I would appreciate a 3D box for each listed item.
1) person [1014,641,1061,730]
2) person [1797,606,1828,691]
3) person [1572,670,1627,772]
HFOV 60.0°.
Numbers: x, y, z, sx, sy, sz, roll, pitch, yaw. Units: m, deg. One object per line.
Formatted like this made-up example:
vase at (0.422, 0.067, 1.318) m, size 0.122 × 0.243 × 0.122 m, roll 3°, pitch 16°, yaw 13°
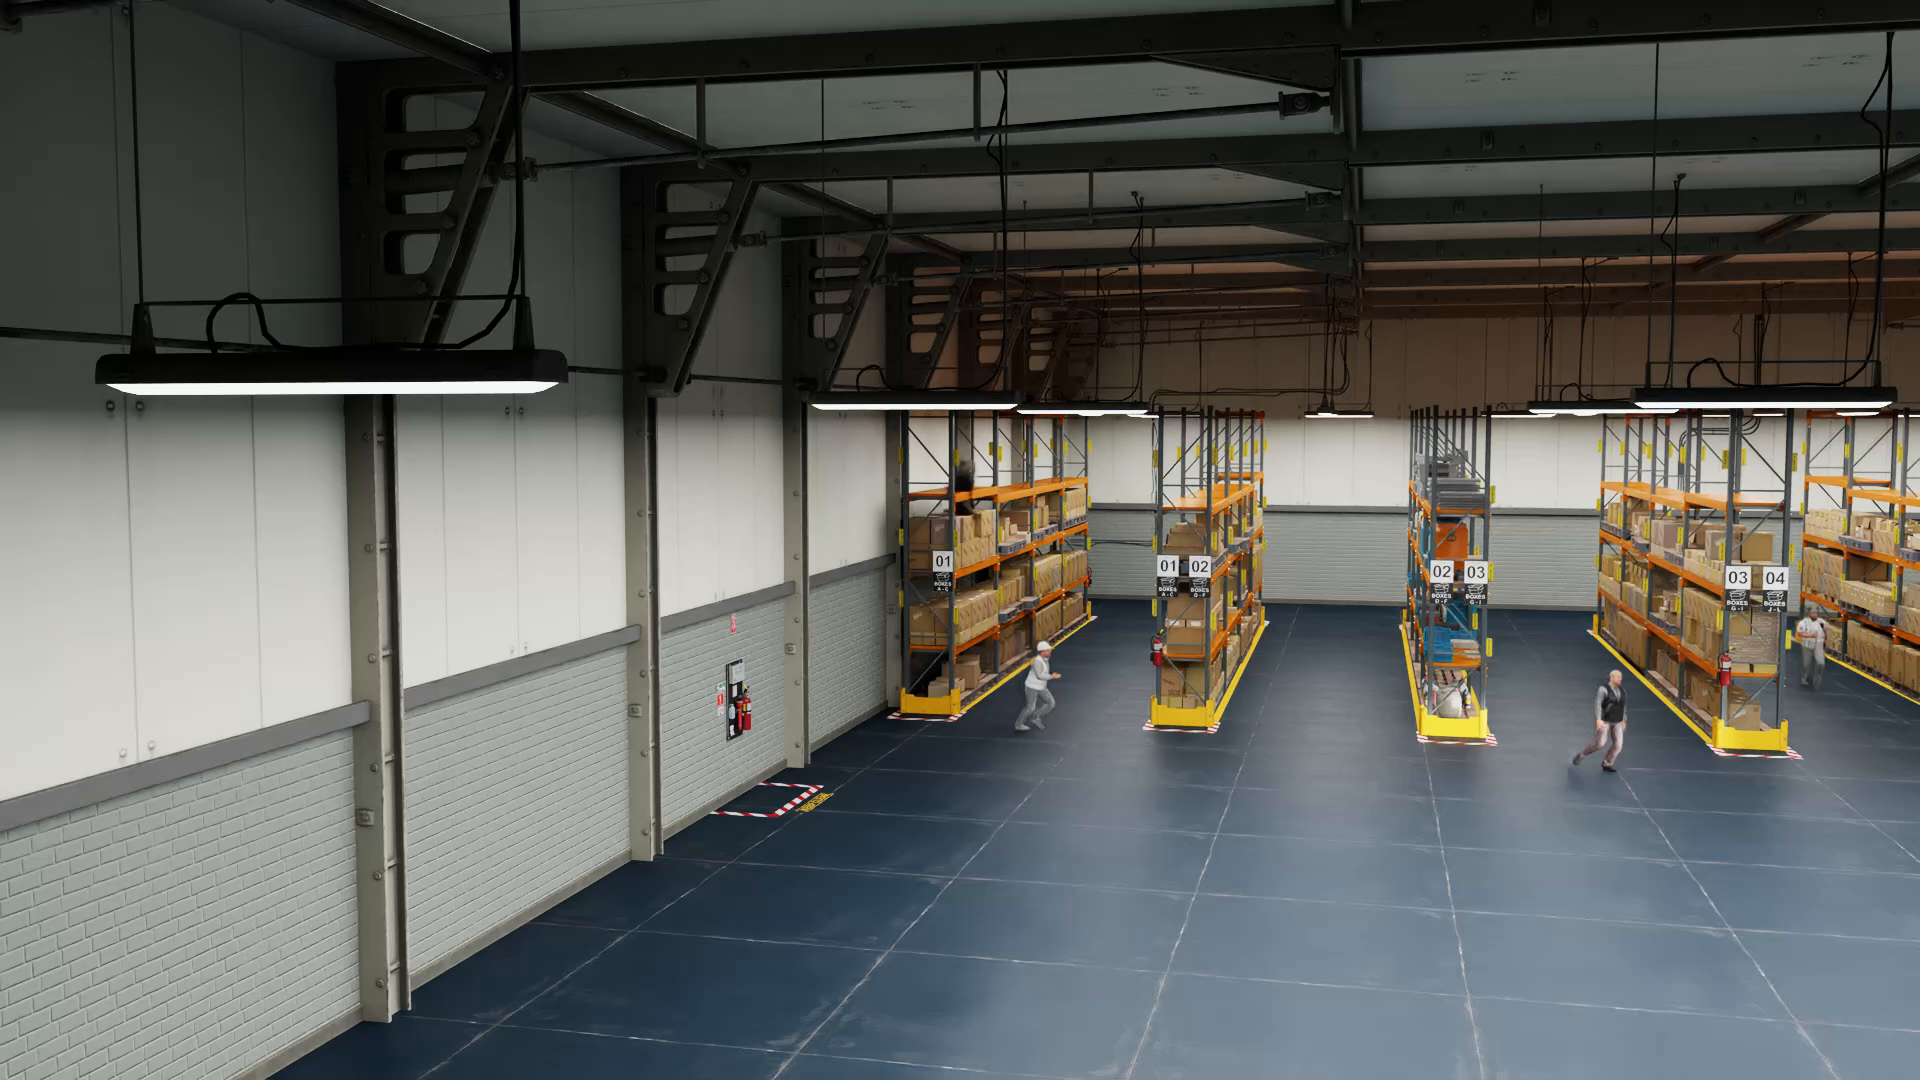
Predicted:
person at (1.437, 2.680, 30.516) m, size 0.931 × 1.678 × 0.645 m, roll 2°, pitch 5°, yaw 26°
person at (18.188, 2.307, 35.458) m, size 0.649 × 1.837 × 0.852 m, roll 1°, pitch 4°, yaw 12°
person at (10.472, 2.939, 27.125) m, size 0.808 × 1.661 × 0.581 m, roll -1°, pitch 4°, yaw -16°
